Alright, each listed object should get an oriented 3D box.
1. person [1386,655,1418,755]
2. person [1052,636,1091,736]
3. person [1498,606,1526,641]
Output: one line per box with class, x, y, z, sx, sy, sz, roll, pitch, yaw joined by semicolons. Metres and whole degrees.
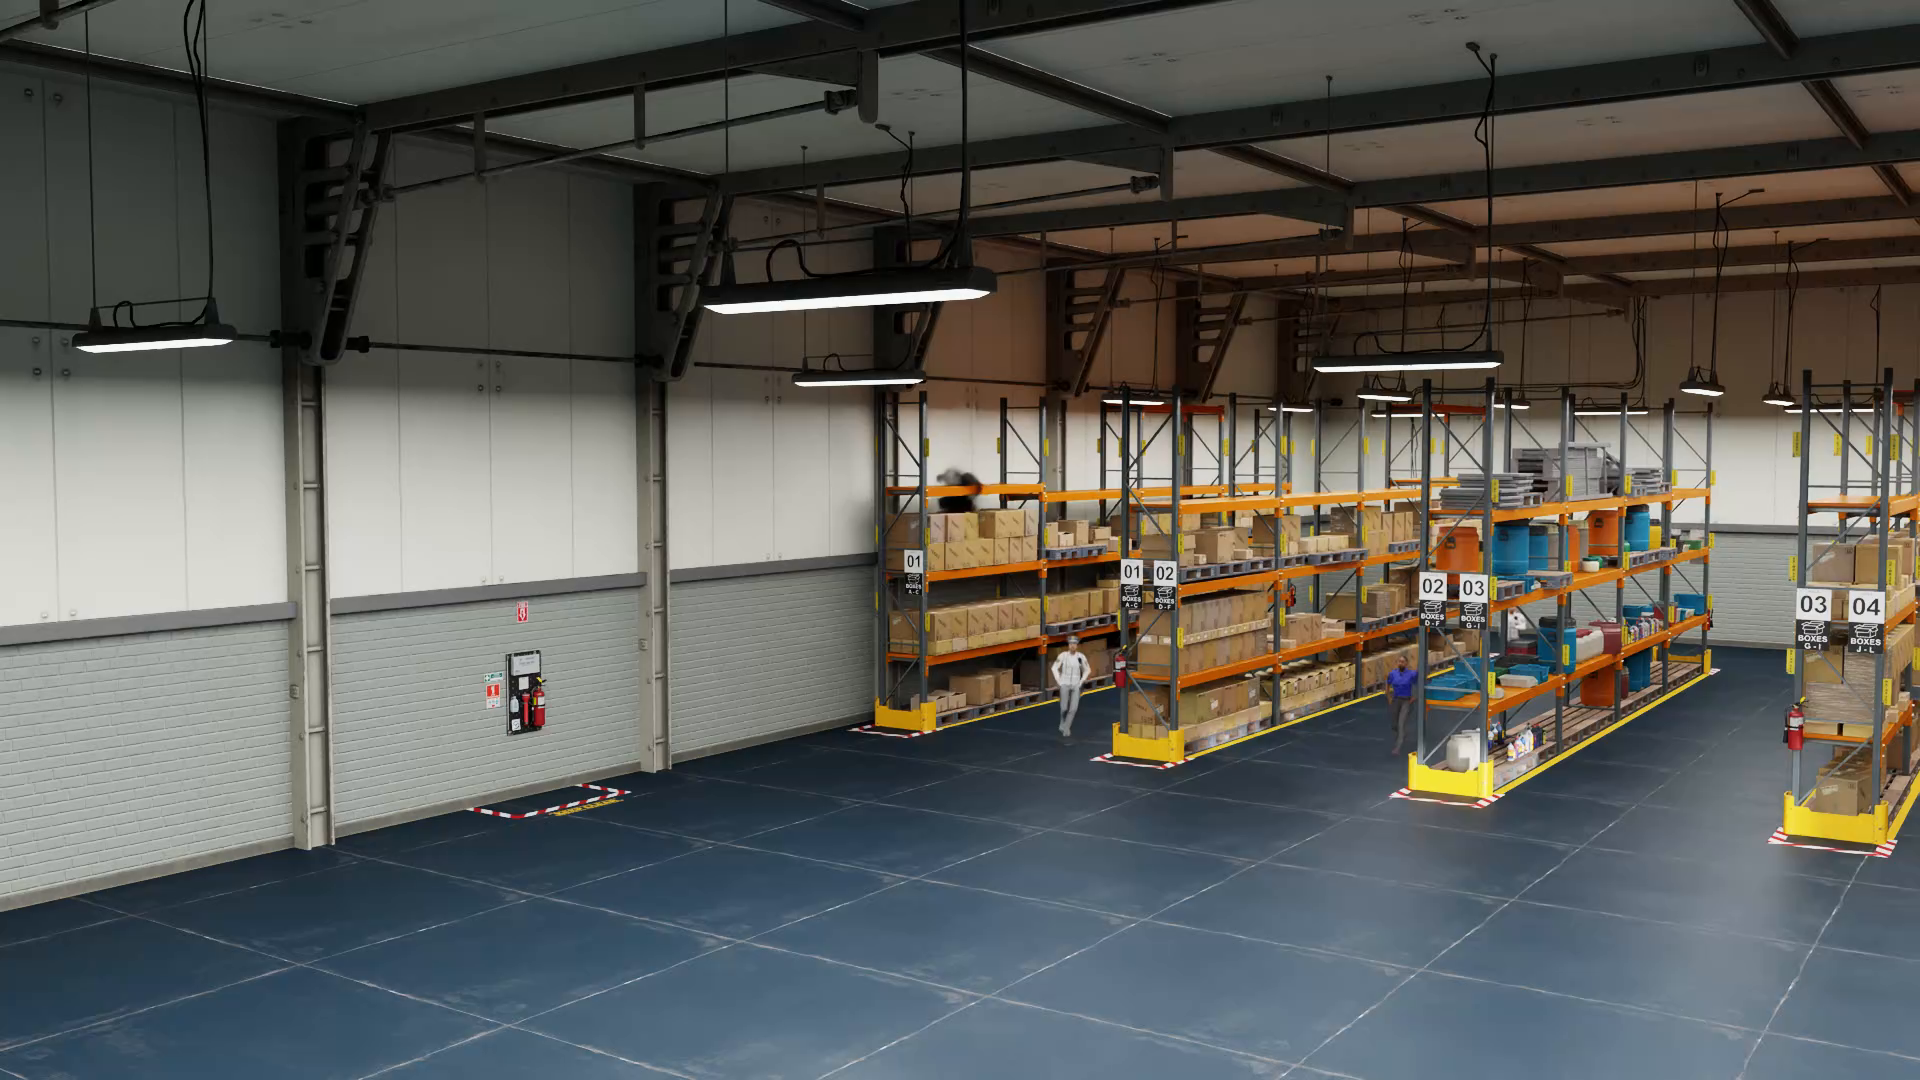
person;7.285;2.691;27.320;0.598;1.627;0.681;2;4;28
person;1.846;2.393;27.509;0.645;1.647;0.522;0;3;1
person;11.905;2.143;35.915;0.600;1.709;0.881;1;3;24
